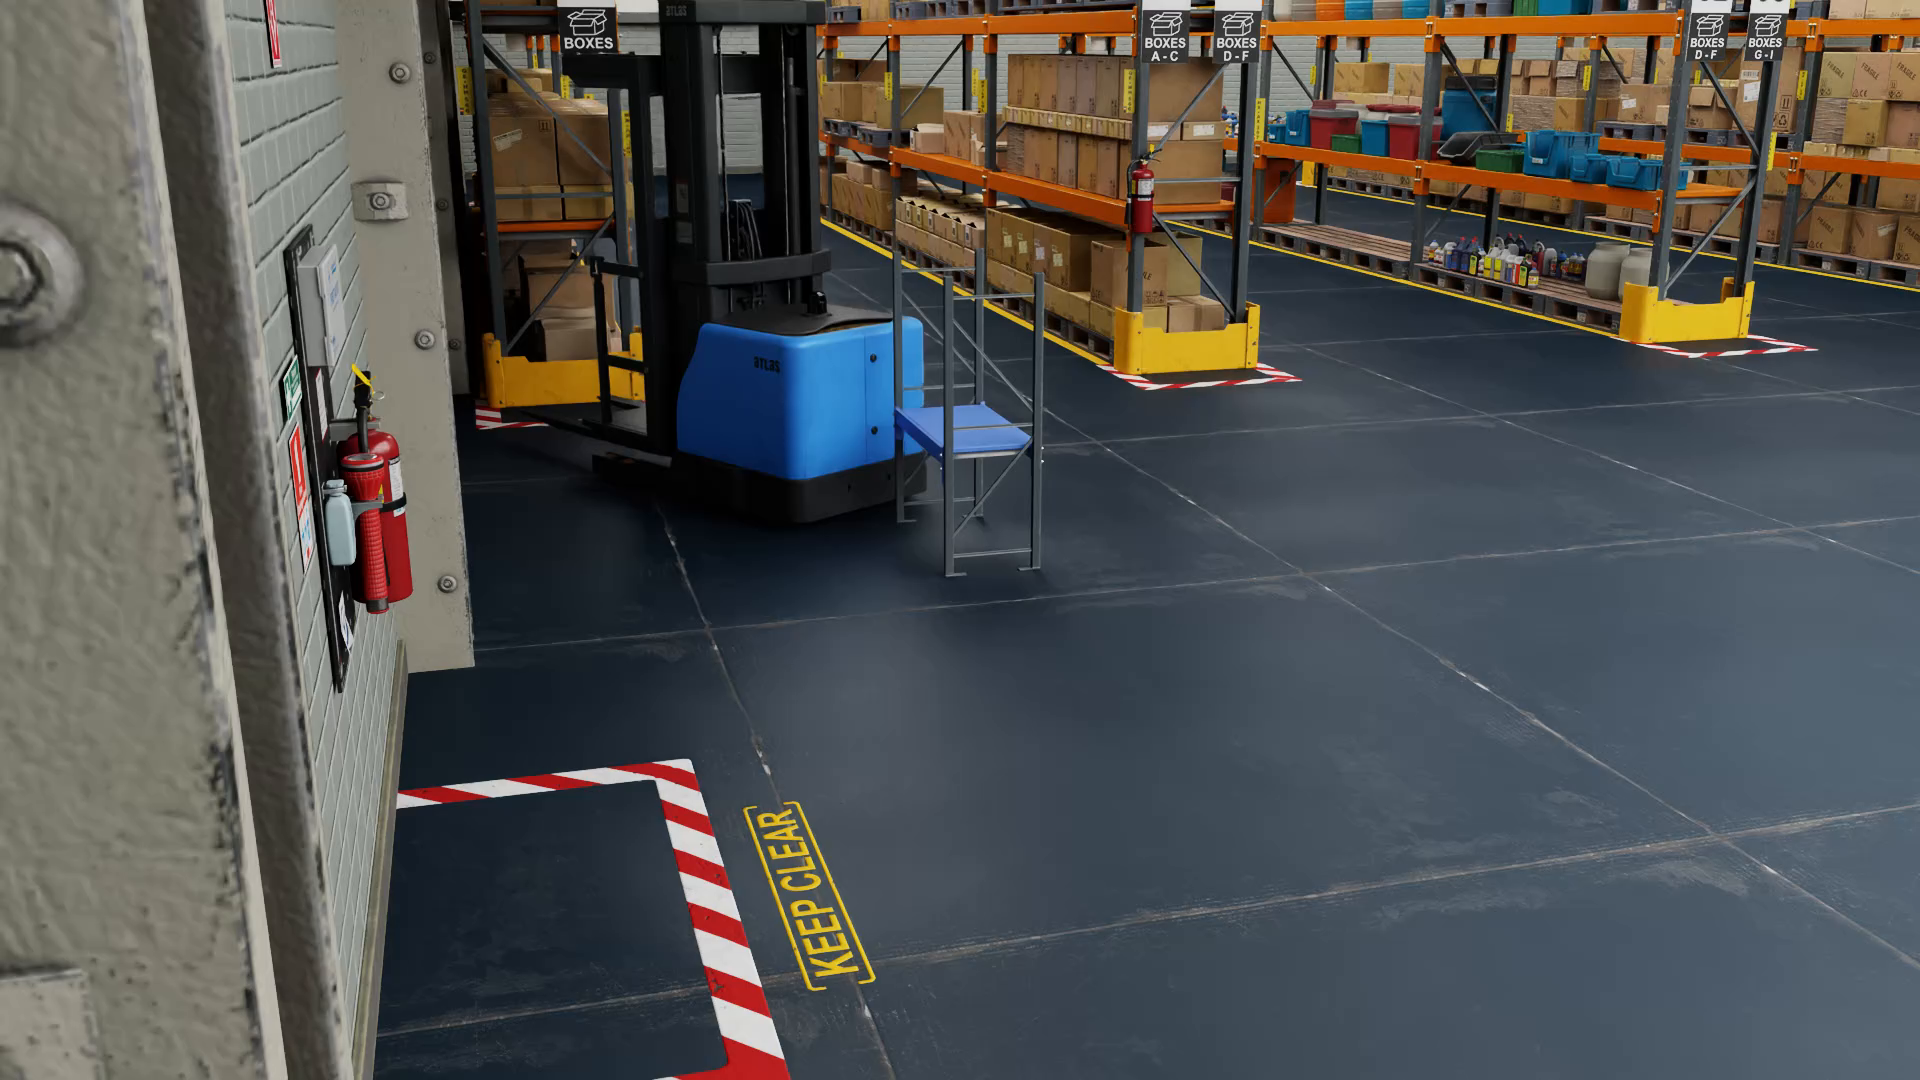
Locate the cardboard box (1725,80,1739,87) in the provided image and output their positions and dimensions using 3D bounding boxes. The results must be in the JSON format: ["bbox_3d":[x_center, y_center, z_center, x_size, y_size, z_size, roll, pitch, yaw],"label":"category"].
[{"bbox_3d":[12.689,-7.401,27.049,0.380,0.149,0.250,-5,17,-15],"label":"cardboard box"}]

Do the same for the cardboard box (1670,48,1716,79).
[{"bbox_3d":[12.484,-8.106,28.296,0.500,0.500,0.500,-5,18,-17],"label":"cardboard box"}]

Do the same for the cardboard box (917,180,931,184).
[{"bbox_3d":[-0.632,-4.665,22.849,0.500,0.500,0.500,-5,18,-17],"label":"cardboard box"}]

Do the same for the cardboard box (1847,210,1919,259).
[{"bbox_3d":[10.511,-3.484,18.951,0.500,0.500,0.500,1,17,2],"label":"cardboard box"}]

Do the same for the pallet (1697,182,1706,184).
[{"bbox_3d":[12.654,-6.176,29.145,1.003,0.211,1.213,-5,17,-15],"label":"pallet"}]

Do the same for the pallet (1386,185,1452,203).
[{"bbox_3d":[7.942,-5.845,28.045,1.003,0.211,1.213,-5,17,-15],"label":"pallet"}]

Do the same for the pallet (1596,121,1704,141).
[{"bbox_3d":[9.474,-5.577,22.639,1.213,0.211,1.003,-5,17,-15],"label":"pallet"}]

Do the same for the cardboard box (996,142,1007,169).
[{"bbox_3d":[0.571,-4.030,17.415,0.500,0.250,0.500,-4,17,-12],"label":"cardboard box"}]

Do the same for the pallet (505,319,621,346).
[{"bbox_3d":[-3.456,-1.720,14.311,1.003,0.211,1.213,-5,17,-15],"label":"pallet"}]

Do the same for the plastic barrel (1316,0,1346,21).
[{"bbox_3d":[4.610,-6.683,20.027,0.600,0.830,0.708,-5,17,-15],"label":"plastic barrel"}]

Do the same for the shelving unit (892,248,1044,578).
[{"bbox_3d":[0.023,-0.695,8.658,0.538,1.500,1.048,-5,17,-15],"label":"shelving unit"}]

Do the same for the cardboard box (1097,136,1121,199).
[{"bbox_3d":[1.583,-3.186,14.170,0.700,0.500,0.500,-4,17,-14],"label":"cardboard box"}]

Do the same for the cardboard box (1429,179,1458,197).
[{"bbox_3d":[8.271,-5.972,26.584,1.225,0.875,0.875,-5,17,-15],"label":"cardboard box"}]

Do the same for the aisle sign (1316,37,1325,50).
[{"bbox_3d":[6.668,-9.312,30.219,0.394,0.787,0.004,-5,17,-15],"label":"aisle sign"}]

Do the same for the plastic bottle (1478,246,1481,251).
[{"bbox_3d":[5.491,-2.977,17.627,0.097,0.271,0.097,0,17,0],"label":"plastic bottle"}]

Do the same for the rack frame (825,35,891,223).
[{"bbox_3d":[-1.450,-6.182,24.319,1.000,3.000,0.127,-5,17,-15],"label":"rack frame"}]

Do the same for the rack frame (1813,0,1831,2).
[{"bbox_3d":[10.275,-7.625,18.693,1.000,3.000,0.127,-5,17,-15],"label":"rack frame"}]

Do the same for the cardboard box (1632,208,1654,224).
[{"bbox_3d":[9.543,-4.535,22.416,0.700,0.500,0.500,-6,18,-20],"label":"cardboard box"}]

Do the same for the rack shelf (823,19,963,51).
[{"bbox_3d":[-0.900,-6.721,22.149,1.077,0.370,4.000,-5,17,-15],"label":"rack shelf"}]

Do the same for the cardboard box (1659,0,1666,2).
[{"bbox_3d":[9.338,-7.152,21.292,0.500,0.500,0.500,-5,17,-17],"label":"cardboard box"}]

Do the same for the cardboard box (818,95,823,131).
[{"bbox_3d":[-1.834,-6.348,24.697,0.500,0.500,0.500,-4,17,-14],"label":"cardboard box"}]

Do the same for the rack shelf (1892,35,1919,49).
[{"bbox_3d":[14.522,-6.761,22.282,1.077,0.370,4.000,-5,17,-15],"label":"rack shelf"}]

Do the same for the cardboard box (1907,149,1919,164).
[{"bbox_3d":[10.469,-4.134,17.937,0.380,0.149,0.250,-5,17,-15],"label":"cardboard box"}]

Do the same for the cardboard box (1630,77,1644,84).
[{"bbox_3d":[12.191,-7.912,29.386,0.500,0.500,0.500,-5,17,-16],"label":"cardboard box"}]

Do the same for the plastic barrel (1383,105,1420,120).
[{"bbox_3d":[5.259,-4.910,19.847,0.433,0.535,0.433,0,17,0],"label":"plastic barrel"}]

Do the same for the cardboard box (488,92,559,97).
[{"bbox_3d":[-4.794,-4.660,18.313,0.700,0.500,0.500,-6,18,-20],"label":"cardboard box"}]

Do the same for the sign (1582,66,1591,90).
[{"bbox_3d":[8.642,-6.368,22.923,0.100,0.325,0.005,-5,17,-15],"label":"sign"}]

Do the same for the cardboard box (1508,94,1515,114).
[{"bbox_3d":[8.385,-6.445,25.021,0.500,0.500,0.500,-4,17,-14],"label":"cardboard box"}]

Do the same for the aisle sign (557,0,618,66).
[{"bbox_3d":[-2.606,-3.719,11.600,0.394,0.787,0.004,-5,17,-15],"label":"aisle sign"}]

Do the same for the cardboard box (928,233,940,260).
[{"bbox_3d":[-0.061,-3.368,18.999,0.500,0.250,0.500,-4,17,-14],"label":"cardboard box"}]

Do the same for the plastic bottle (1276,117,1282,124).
[{"bbox_3d":[4.414,-5.707,22.962,0.097,0.271,0.097,0,17,0],"label":"plastic bottle"}]

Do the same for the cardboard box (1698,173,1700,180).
[{"bbox_3d":[13.009,-6.364,29.150,0.380,0.149,0.250,-4,17,-14],"label":"cardboard box"}]

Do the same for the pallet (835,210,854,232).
[{"bbox_3d":[-1.190,-4.625,23.981,1.003,0.211,1.213,-5,17,-15],"label":"pallet"}]

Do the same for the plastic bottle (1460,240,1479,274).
[{"bbox_3d":[5.387,-2.994,17.544,0.144,0.351,0.185,-5,18,-18],"label":"plastic bottle"}]

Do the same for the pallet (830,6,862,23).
[{"bbox_3d":[-1.050,-7.056,22.341,1.213,0.211,1.003,-5,17,-15],"label":"pallet"}]

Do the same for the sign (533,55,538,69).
[{"bbox_3d":[-6.786,-7.603,26.624,0.100,0.325,0.005,-5,17,-15],"label":"sign"}]

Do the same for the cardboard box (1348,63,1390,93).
[{"bbox_3d":[7.135,-8.065,29.028,0.500,0.500,0.500,-5,17,-17],"label":"cardboard box"}]

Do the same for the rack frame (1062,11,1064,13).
[{"bbox_3d":[2.214,-10.552,28.439,1.000,3.000,0.127,-5,17,-15],"label":"rack frame"}]

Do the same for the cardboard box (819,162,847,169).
[{"bbox_3d":[-1.971,-5.716,26.343,0.797,0.503,0.637,-5,17,-15],"label":"cardboard box"}]

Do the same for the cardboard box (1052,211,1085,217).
[{"bbox_3d":[1.212,-2.962,16.346,0.500,0.500,0.500,-5,17,-15],"label":"cardboard box"}]

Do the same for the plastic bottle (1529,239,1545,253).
[{"bbox_3d":[6.108,-3.004,17.579,0.144,0.351,0.185,-5,17,-16],"label":"plastic bottle"}]

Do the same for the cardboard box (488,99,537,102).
[{"bbox_3d":[-4.085,-3.727,15.068,0.500,0.500,0.500,-5,17,-17],"label":"cardboard box"}]

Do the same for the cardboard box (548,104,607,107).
[{"bbox_3d":[-3.172,-3.346,13.798,0.500,0.500,0.500,-4,17,-14],"label":"cardboard box"}]

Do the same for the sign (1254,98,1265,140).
[{"bbox_3d":[2.383,-3.358,13.273,0.100,0.325,0.005,-5,17,-15],"label":"sign"}]

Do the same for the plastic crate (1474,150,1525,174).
[{"bbox_3d":[5.614,-3.861,16.958,0.450,0.188,0.662,-5,17,-15],"label":"plastic crate"}]

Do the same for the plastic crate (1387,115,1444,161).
[{"bbox_3d":[5.085,-4.500,18.608,0.402,0.464,0.583,-5,17,-15],"label":"plastic crate"}]

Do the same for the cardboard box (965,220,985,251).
[{"bbox_3d":[0.362,-3.211,17.504,0.500,0.311,0.500,-5,17,-15],"label":"cardboard box"}]

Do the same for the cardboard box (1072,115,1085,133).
[{"bbox_3d":[1.202,-3.670,14.654,0.380,0.149,0.250,-4,17,-14],"label":"cardboard box"}]

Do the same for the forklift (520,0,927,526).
[{"bbox_3d":[-1.604,-1.822,9.921,3.031,2.935,1.130,15,23,41],"label":"forklift"}]

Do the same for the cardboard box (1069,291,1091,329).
[{"bbox_3d":[1.267,-2.009,14.477,0.500,0.250,0.500,-5,17,-15],"label":"cardboard box"}]

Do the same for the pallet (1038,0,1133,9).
[{"bbox_3d":[1.340,-4.793,14.633,1.003,0.211,1.213,-5,17,-15],"label":"pallet"}]

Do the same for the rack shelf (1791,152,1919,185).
[{"bbox_3d":[10.824,-3.854,17.818,1.077,0.370,4.000,-5,17,-15],"label":"rack shelf"}]

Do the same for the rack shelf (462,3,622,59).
[{"bbox_3d":[-3.464,-4.115,13.475,1.077,0.370,4.000,-5,17,-15],"label":"rack shelf"}]

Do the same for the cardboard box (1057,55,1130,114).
[{"bbox_3d":[1.290,-4.100,14.958,0.700,0.500,0.500,-5,17,-15],"label":"cardboard box"}]

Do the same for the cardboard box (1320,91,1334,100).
[{"bbox_3d":[6.849,-7.987,30.072,0.500,0.250,0.500,-5,17,-17],"label":"cardboard box"}]
